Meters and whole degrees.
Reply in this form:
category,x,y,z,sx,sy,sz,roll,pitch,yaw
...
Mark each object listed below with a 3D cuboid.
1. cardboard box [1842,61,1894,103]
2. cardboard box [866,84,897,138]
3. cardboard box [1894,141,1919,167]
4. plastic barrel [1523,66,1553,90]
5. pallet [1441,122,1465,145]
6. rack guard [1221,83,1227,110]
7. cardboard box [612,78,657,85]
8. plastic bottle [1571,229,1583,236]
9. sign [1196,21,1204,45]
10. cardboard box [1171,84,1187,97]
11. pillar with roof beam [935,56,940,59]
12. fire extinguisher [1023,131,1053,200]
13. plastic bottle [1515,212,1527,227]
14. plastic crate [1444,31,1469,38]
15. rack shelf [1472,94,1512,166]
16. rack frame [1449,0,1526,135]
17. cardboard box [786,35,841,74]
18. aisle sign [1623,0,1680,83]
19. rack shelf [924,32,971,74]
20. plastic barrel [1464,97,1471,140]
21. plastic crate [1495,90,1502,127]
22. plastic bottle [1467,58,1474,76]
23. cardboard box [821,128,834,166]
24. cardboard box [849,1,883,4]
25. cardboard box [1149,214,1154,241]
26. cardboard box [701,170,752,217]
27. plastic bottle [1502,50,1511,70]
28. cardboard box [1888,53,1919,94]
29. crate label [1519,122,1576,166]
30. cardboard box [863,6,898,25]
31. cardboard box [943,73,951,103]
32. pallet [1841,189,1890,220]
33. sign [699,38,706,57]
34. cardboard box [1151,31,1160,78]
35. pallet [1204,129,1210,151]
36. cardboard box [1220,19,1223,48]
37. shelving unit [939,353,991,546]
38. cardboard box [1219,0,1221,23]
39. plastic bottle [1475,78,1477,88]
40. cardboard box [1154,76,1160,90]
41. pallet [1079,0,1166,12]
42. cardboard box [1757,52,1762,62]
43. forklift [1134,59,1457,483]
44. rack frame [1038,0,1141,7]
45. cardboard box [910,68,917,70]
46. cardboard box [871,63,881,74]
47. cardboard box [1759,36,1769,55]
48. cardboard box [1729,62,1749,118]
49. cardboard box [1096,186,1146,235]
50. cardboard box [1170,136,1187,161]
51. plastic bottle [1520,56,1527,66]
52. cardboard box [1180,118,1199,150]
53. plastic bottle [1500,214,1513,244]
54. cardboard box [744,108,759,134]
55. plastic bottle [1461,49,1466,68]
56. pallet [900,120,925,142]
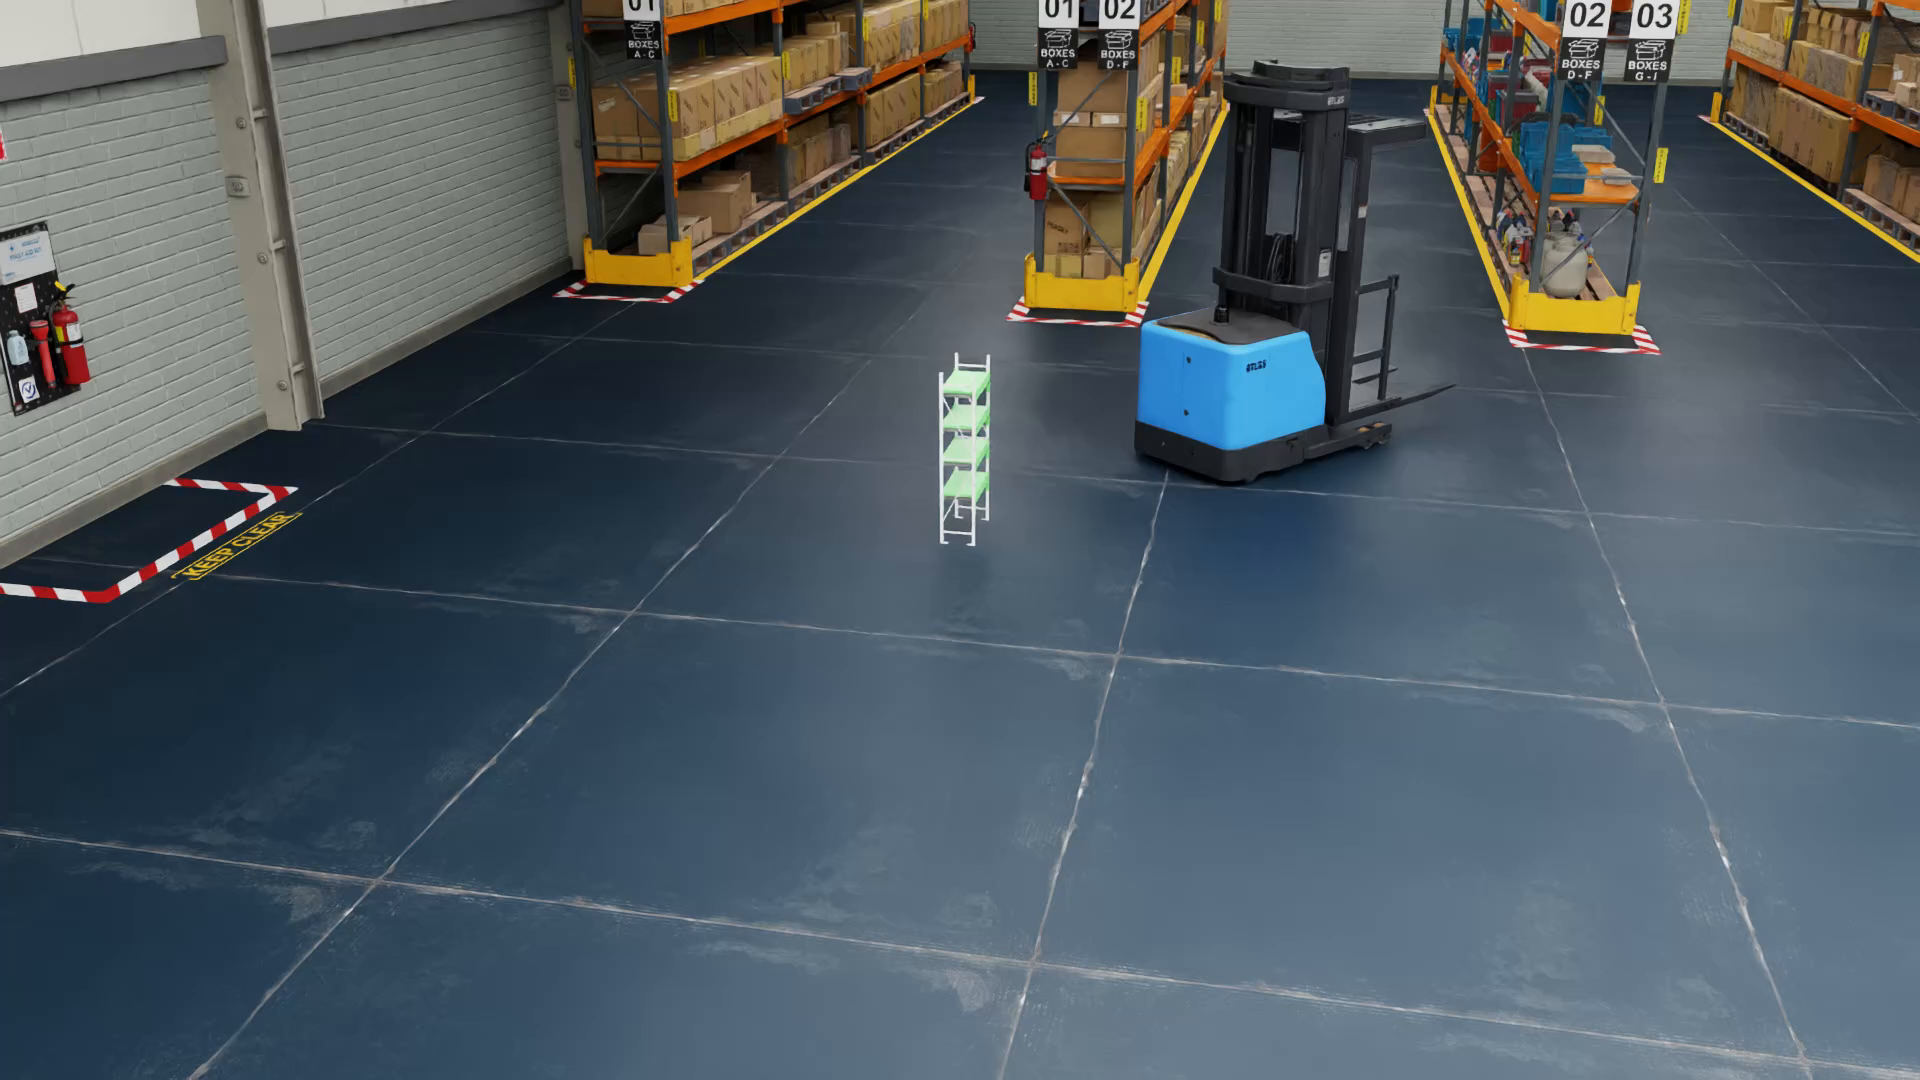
category,x,y,z,sx,sy,sz,roll,pitch,yaw
cardboard box,12.462,-6.275,22.785,0.500,0.500,0.500,5,23,13
cardboard box,-1.480,-6.938,26.882,0.750,0.750,0.750,4,22,11
cardboard box,12.398,-4.979,21.456,0.500,0.250,0.500,7,23,17
plastic barrel,7.754,-6.066,22.251,0.421,0.512,0.421,0,22,0
pallet,8.683,-6.848,28.075,1.003,0.211,1.213,4,22,11
rack guard,4.523,-8.524,31.850,1.175,0.500,0.348,4,22,11
cardboard box,-3.576,-4.896,18.664,0.500,0.500,0.500,5,22,12
plastic bottle,6.947,-3.380,18.787,0.152,0.276,0.135,5,22,12
sign,3.451,-7.282,23.869,0.100,0.325,0.005,4,22,11
cardboard box,2.994,-6.319,23.365,0.380,0.149,0.250,4,22,11
pillar with roof beam,3.607,-13.596,33.066,9.100,9.000,0.400,4,22,11
fire extinguisher,0.795,-3.816,16.918,0.296,0.674,0.183,4,22,11
plastic bottle,6.509,-3.645,19.345,0.144,0.351,0.185,4,22,11
plastic crate,8.880,-8.977,29.771,0.416,0.233,0.300,4,22,11
rack shelf,7.347,-5.342,21.564,1.077,0.370,4.000,4,22,11
rack frame,8.571,-7.870,26.879,1.000,3.000,0.127,4,22,11
cardboard box,-2.117,-7.033,24.079,0.700,0.500,0.500,2,22,6
aisle sign,6.395,-4.638,15.375,0.394,0.787,0.004,4,22,11
rack shelf,-0.719,-9.023,30.704,1.077,0.370,4.000,4,22,11
plastic barrel,8.443,-6.893,26.701,0.600,0.901,0.708,4,22,11
plastic crate,6.859,-5.364,20.677,0.392,0.384,0.575,4,22,11
plastic bottle,7.867,-7.248,25.502,0.152,0.276,0.135,4,22,11
cardboard box,-2.258,-5.760,24.397,0.700,0.500,0.500,4,22,11
cardboard box,-1.577,-8.826,27.691,0.500,0.250,0.500,5,22,12
cardboard box,2.010,-3.690,19.619,0.500,0.250,0.500,4,22,11
cardboard box,-2.933,-4.361,20.924,0.500,0.500,0.500,3,22,7
plastic bottle,8.525,-7.429,25.851,0.144,0.351,0.185,4,22,11
cardboard box,12.533,-6.070,21.714,0.500,0.500,0.500,2,22,4
crate label,6.233,-4.191,17.697,0.502,0.435,0.616,4,22,11
cardboard box,-1.293,-8.417,26.674,0.500,0.250,0.500,4,22,10
cardboard box,-0.560,-8.492,31.209,0.700,0.500,0.500,4,22,9
pallet,12.443,-4.450,22.120,1.003,0.211,1.213,4,22,11
sign,-3.304,-6.277,21.375,0.100,0.325,0.005,4,22,11
cardboard box,2.006,-5.808,19.890,0.700,0.500,0.500,5,22,11
pallet,3.594,-6.655,27.595,1.003,0.211,1.213,4,22,11
cardboard box,4.401,-9.017,29.594,0.500,0.500,0.500,4,22,10
shelving unit,0.034,-0.617,11.280,0.258,1.200,0.503,4,22,11
cardboard box,4.199,-9.098,28.457,0.500,0.500,0.500,4,22,9
plastic bottle,7.508,-6.620,24.042,0.097,0.201,0.097,0,22,0
cardboard box,2.192,-5.464,19.903,0.380,0.149,0.250,4,22,10
pallet,1.691,-5.914,18.127,1.003,0.211,1.213,4,22,11
cardboard box,13.423,-7.982,27.494,0.380,0.149,0.250,4,22,10
forklift,2.814,-2.216,12.933,3.031,2.935,1.130,-17,27,-36
rack frame,1.274,-6.643,15.802,1.000,3.000,0.127,4,22,11
cardboard box,-0.887,-8.570,30.534,0.380,0.149,0.250,5,22,11
cardboard box,-1.453,-7.340,25.872,0.380,0.149,0.250,5,23,13
cardboard box,13.460,-8.118,27.298,0.500,0.250,0.500,5,22,12
cardboard box,14.184,-7.924,29.295,0.875,0.875,0.875,4,22,11
cardboard box,1.791,-3.673,18.573,0.500,0.500,0.500,4,22,11
cardboard box,2.941,-5.564,23.522,0.500,0.311,0.500,4,22,10
plastic bottle,8.479,-7.083,24.991,0.144,0.351,0.185,4,22,11
cardboard box,3.381,-6.167,25.408,0.500,0.500,0.500,4,22,9
plastic bottle,6.329,-3.587,19.201,0.144,0.351,0.185,4,22,9
cardboard box,-2.757,-5.076,20.115,0.500,0.250,0.500,4,22,11
plastic bottle,8.079,-7.714,26.648,0.061,0.283,0.133,4,22,11
pallet,-1.211,-7.043,28.560,1.003,0.211,1.213,4,22,11
